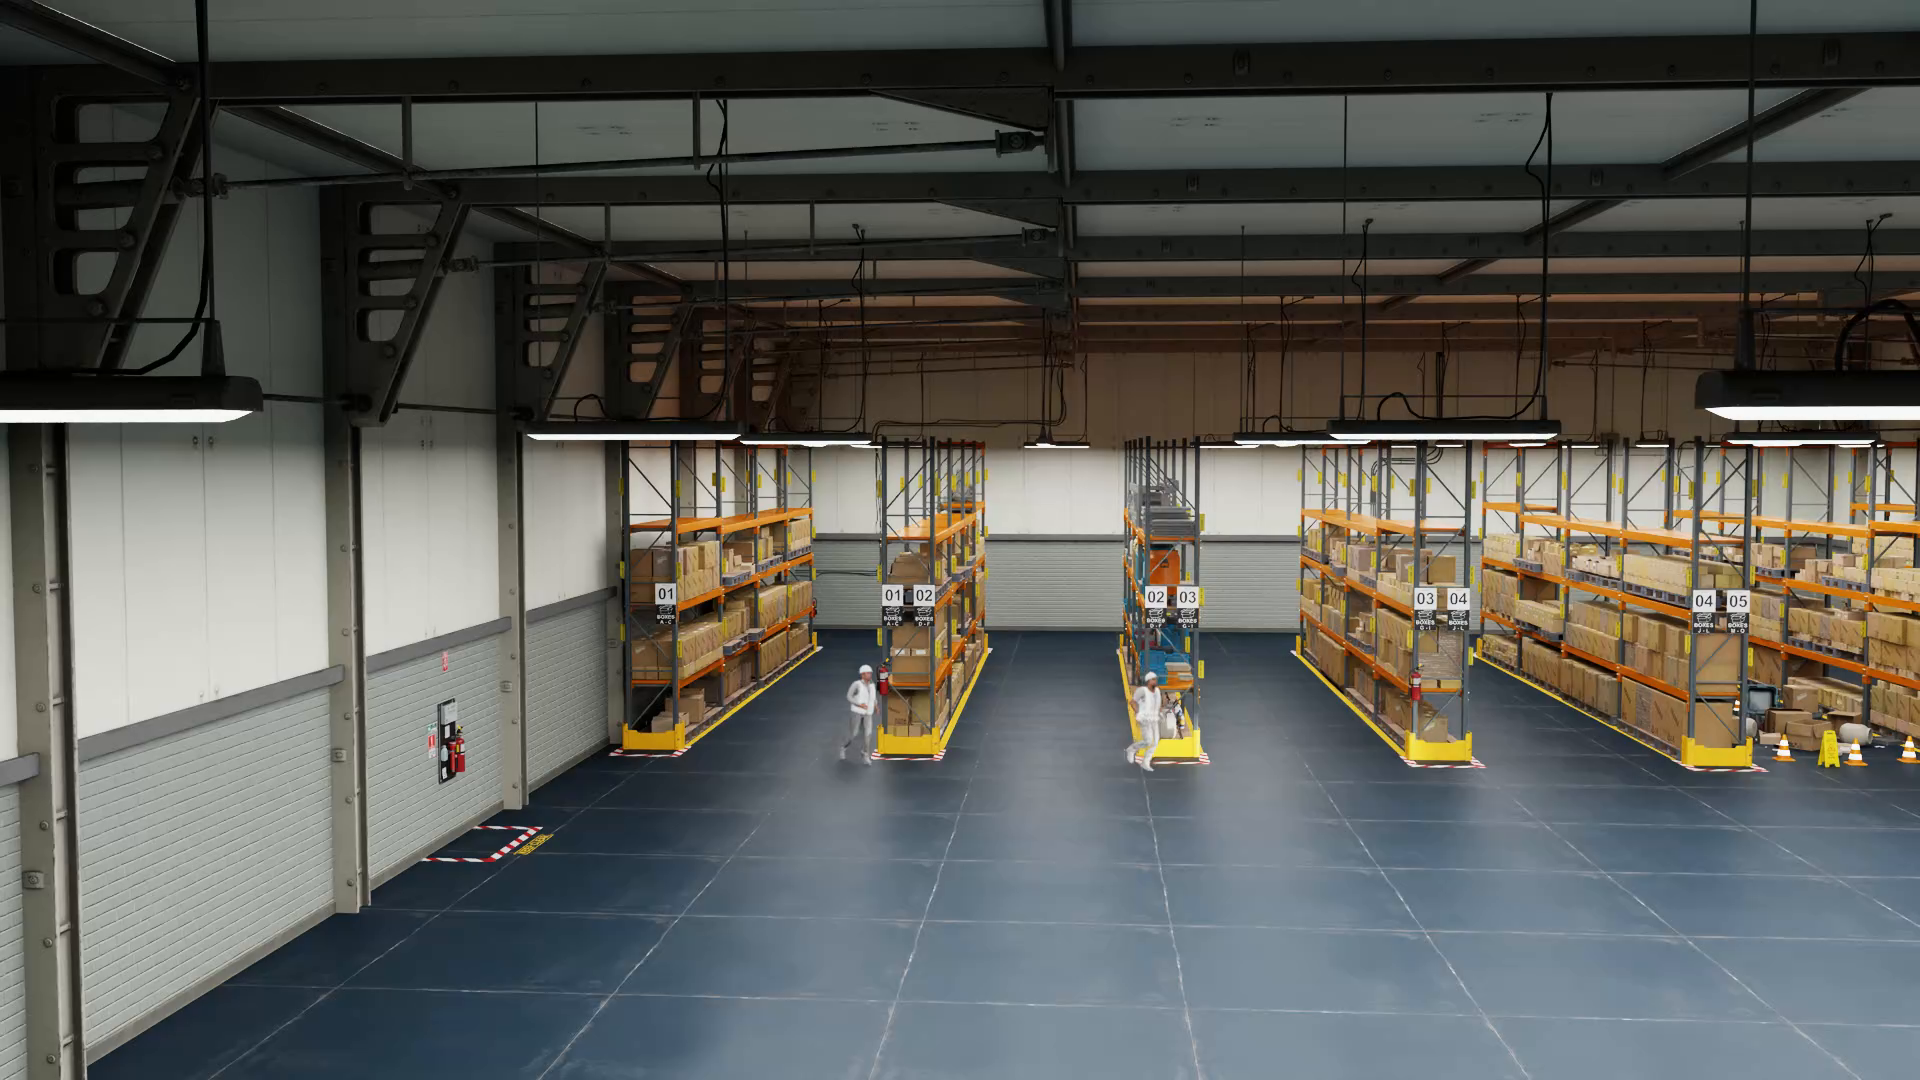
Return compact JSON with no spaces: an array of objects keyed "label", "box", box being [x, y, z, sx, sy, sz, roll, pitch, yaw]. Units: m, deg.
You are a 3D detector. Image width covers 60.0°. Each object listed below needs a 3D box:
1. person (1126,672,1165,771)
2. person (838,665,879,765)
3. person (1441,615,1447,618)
[{"label":"person","box":[3.383,3.262,30.054,0.707,1.755,0.591,-3,4,-41]},{"label":"person","box":[-1.769,3.192,30.627,0.724,1.770,0.878,-2,4,-37]},{"label":"person","box":[13.148,2.519,44.866,0.609,1.655,0.802,0,3,1]}]
